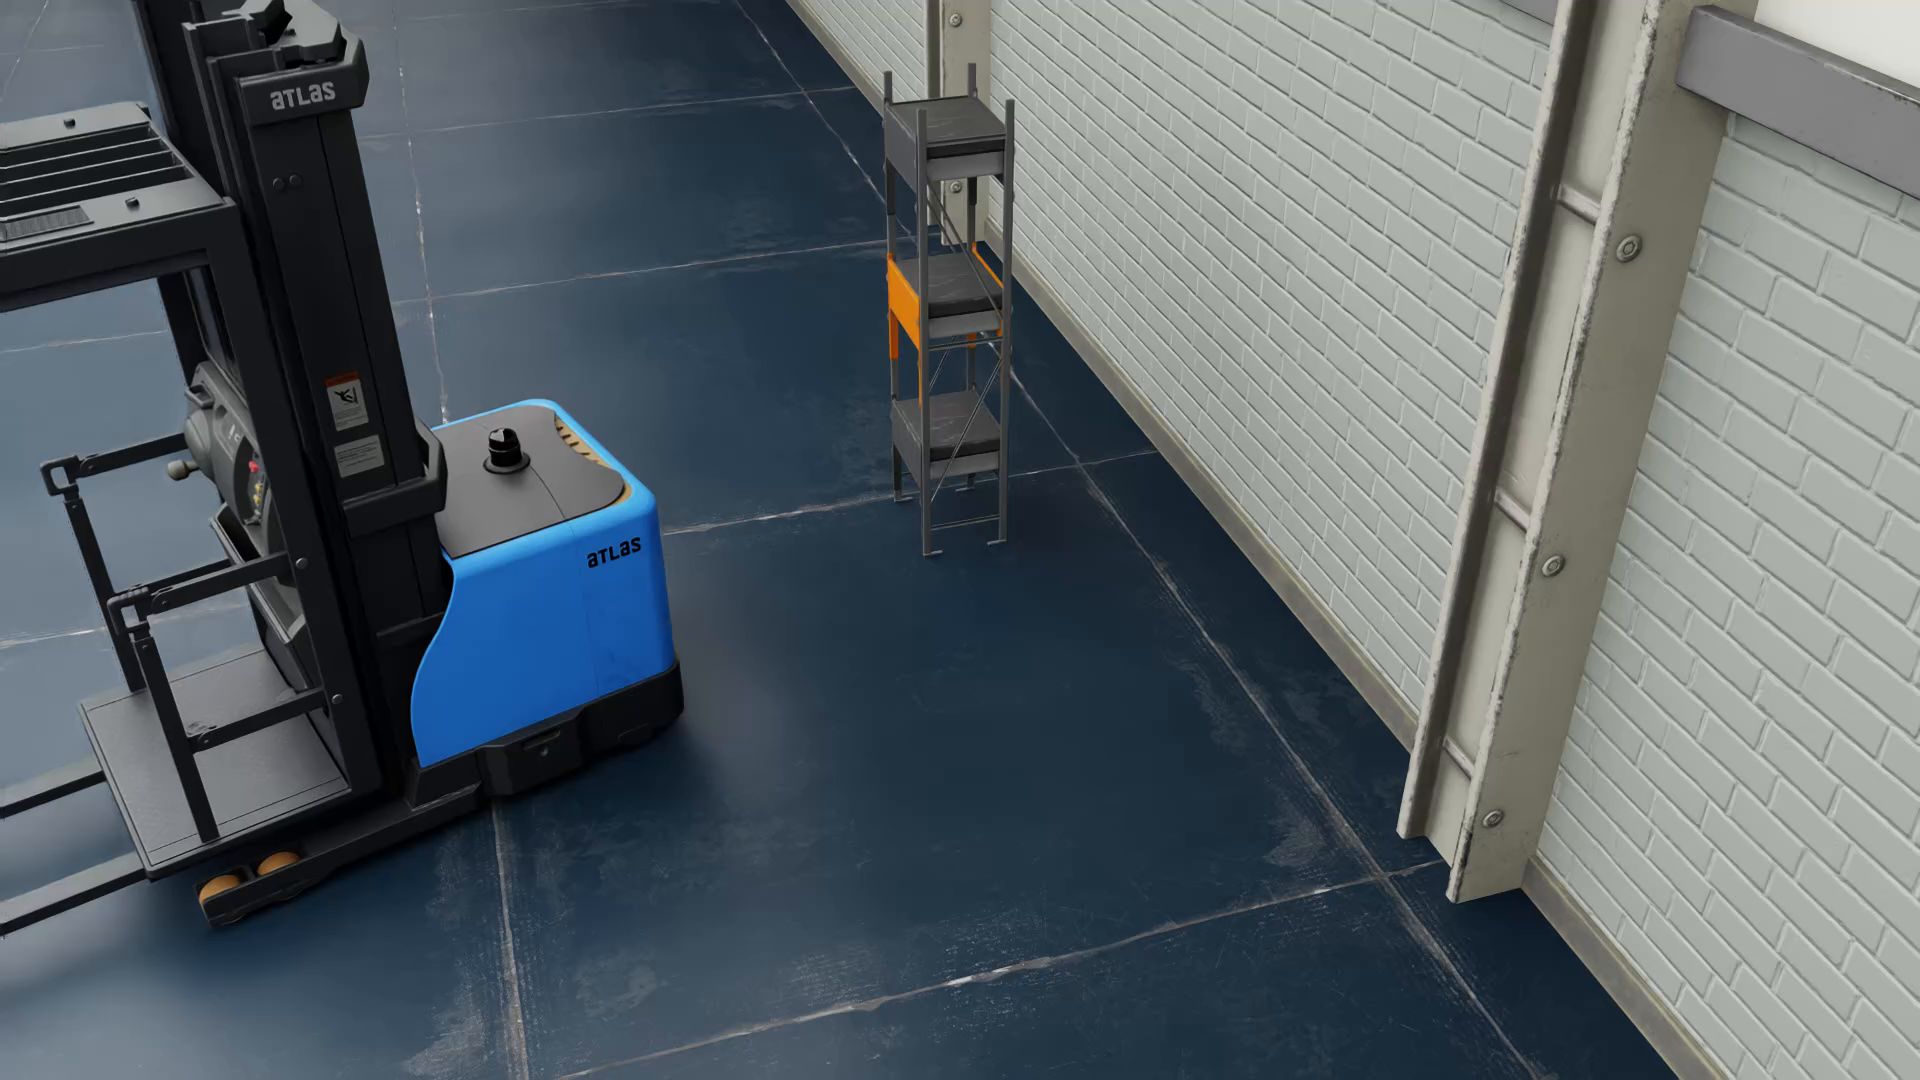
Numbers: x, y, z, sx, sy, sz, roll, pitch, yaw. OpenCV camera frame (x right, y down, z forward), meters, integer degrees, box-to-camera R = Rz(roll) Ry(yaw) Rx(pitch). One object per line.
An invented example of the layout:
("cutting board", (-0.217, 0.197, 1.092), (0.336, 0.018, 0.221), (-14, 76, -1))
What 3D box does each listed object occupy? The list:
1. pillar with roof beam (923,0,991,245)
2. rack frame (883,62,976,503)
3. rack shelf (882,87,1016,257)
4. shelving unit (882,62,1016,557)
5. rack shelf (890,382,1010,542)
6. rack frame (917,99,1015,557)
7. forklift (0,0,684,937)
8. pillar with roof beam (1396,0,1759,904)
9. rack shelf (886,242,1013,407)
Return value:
("pillar with roof beam", (-4.117, -5.036, 7.208), (9.100, 9.000, 0.400), (-10, 35, -15))
("rack frame", (-0.125, -1.091, 7.497), (0.400, 2.100, 0.015), (-10, 35, -15))
("rack shelf", (-0.051, -1.536, 6.924), (0.431, 0.518, 0.480), (-10, 35, -15))
("shelving unit", (-0.051, -0.963, 7.303), (0.431, 2.100, 0.503), (-10, 35, -15))
("rack shelf", (-0.051, -0.368, 7.696), (0.431, 0.518, 0.480), (-10, 35, -15))
("rack frame", (0.024, -0.835, 7.109), (0.400, 2.100, 0.015), (-10, 35, -15))
("forklift", (-2.591, -0.230, 5.439), (3.031, 2.935, 1.130), (-21, 39, -29))
("pillar with roof beam", (-2.287, -1.886, 2.441), (9.100, 9.000, 0.400), (-10, 35, -15))
("rack shelf", (-0.051, -0.952, 7.310), (0.431, 0.518, 0.480), (-10, 35, -15))
